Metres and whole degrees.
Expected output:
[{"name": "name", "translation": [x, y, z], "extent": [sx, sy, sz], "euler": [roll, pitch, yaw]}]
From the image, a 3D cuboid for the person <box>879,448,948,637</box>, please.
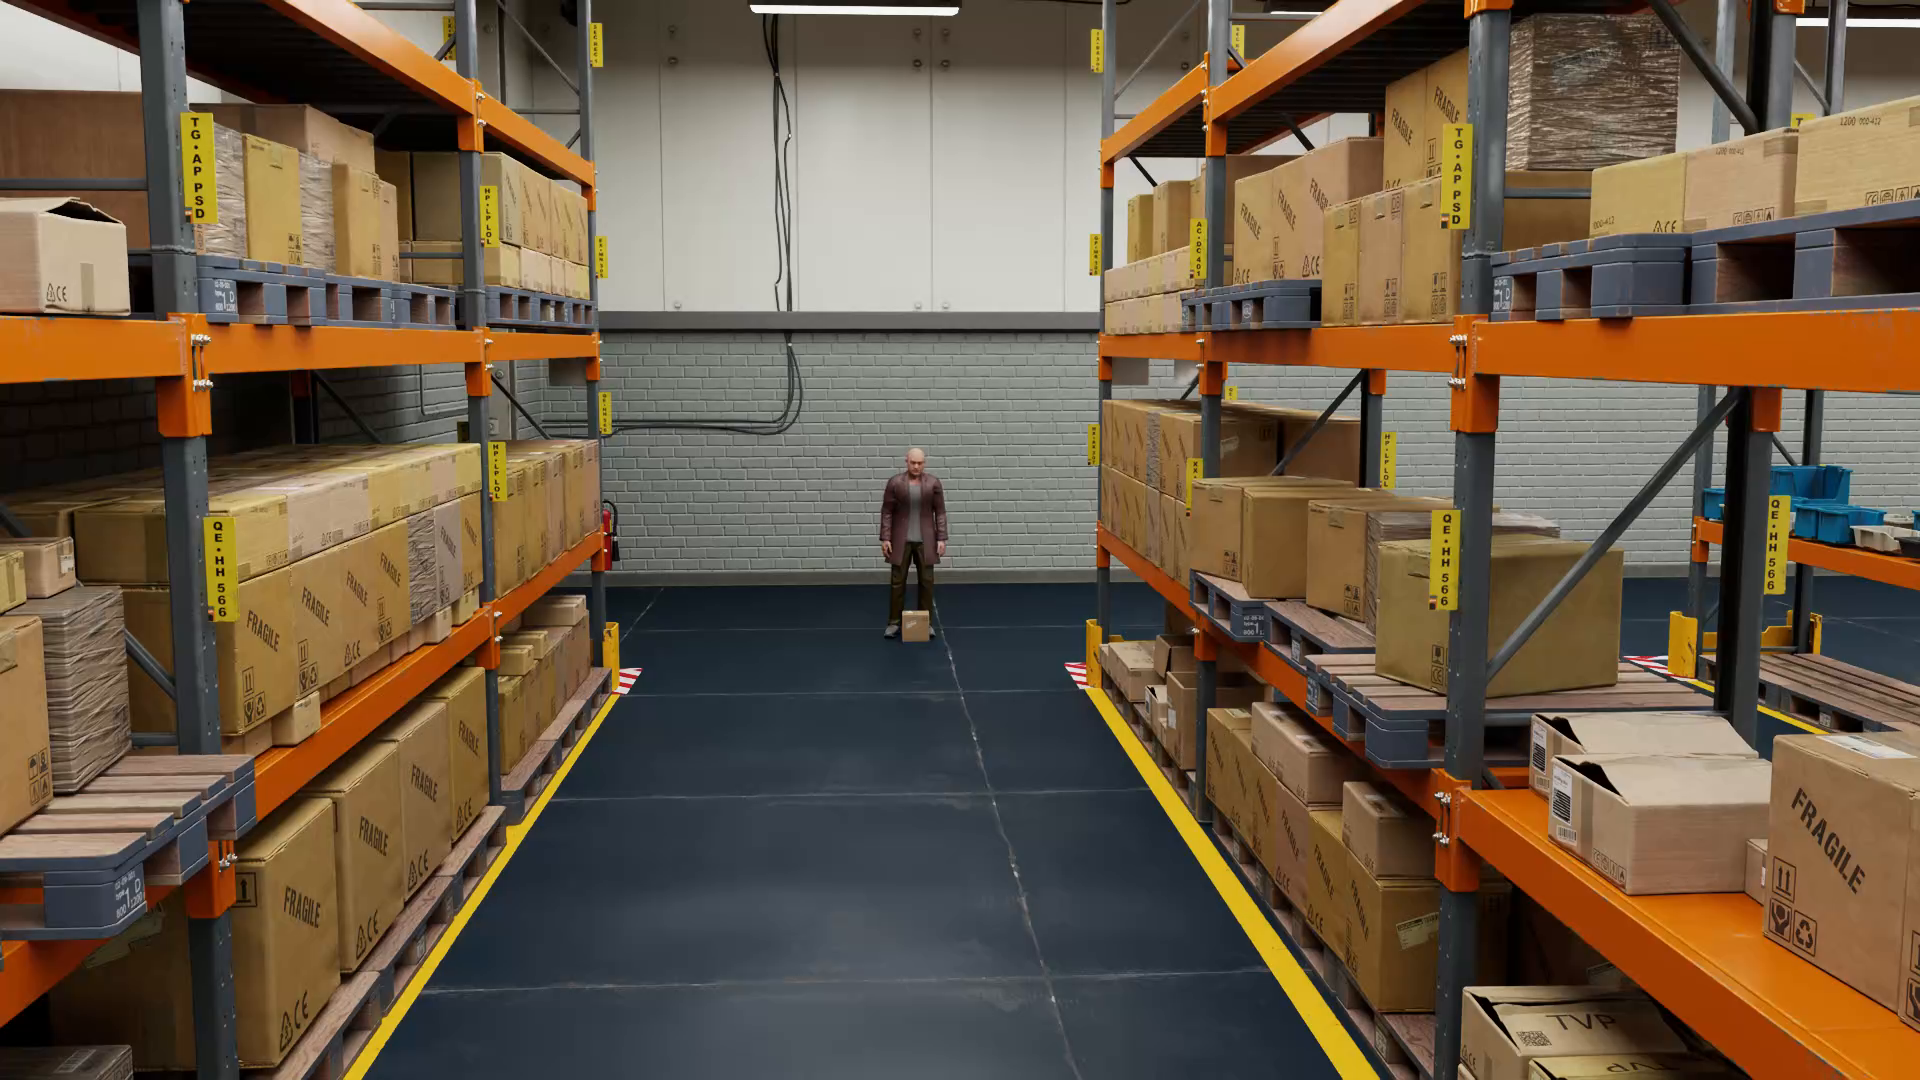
[{"name": "person", "translation": [-0.435, 0.017, 15.653], "extent": [0.651, 1.773, 0.417], "euler": [-1, 7, -5]}]
